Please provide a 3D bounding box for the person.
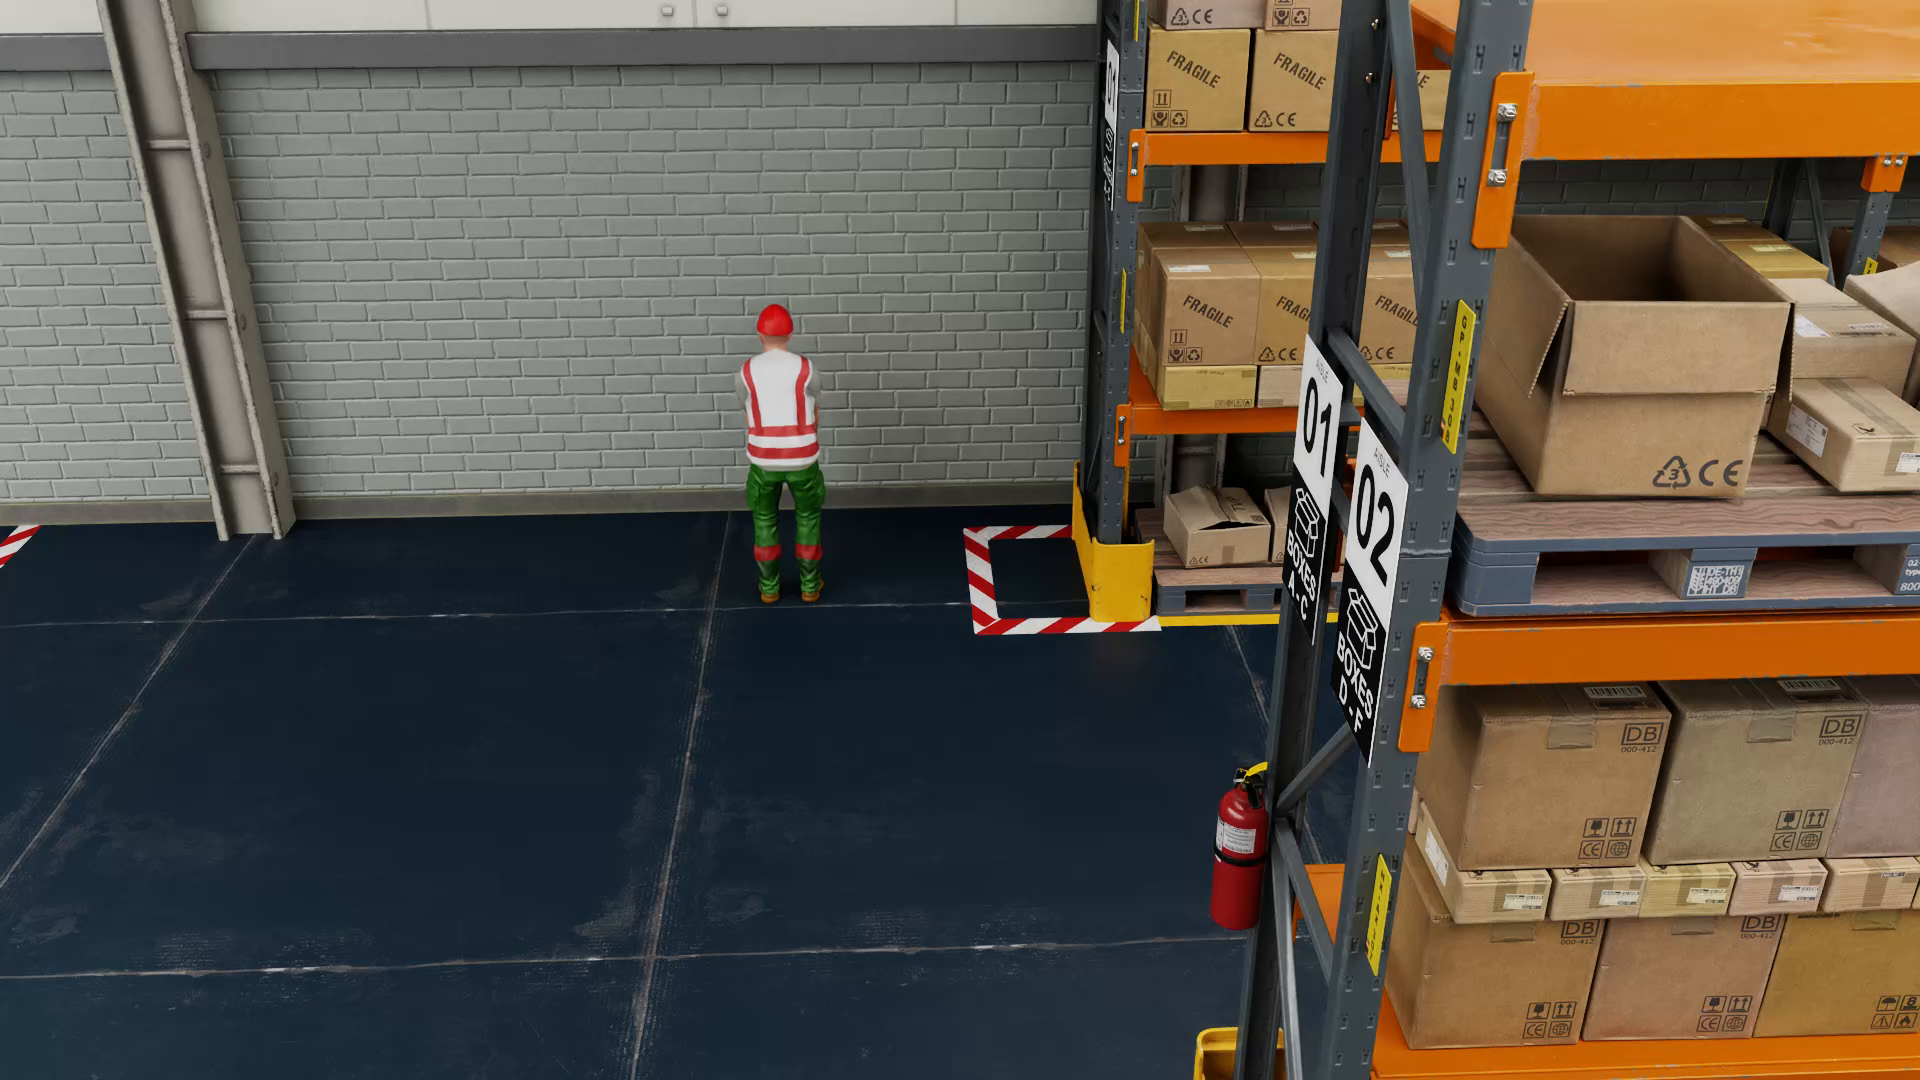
[{"bbox_3d":[-1.026,-0.504,9.598,0.491,1.760,0.583,-2,27,-4],"label":"person"}]
